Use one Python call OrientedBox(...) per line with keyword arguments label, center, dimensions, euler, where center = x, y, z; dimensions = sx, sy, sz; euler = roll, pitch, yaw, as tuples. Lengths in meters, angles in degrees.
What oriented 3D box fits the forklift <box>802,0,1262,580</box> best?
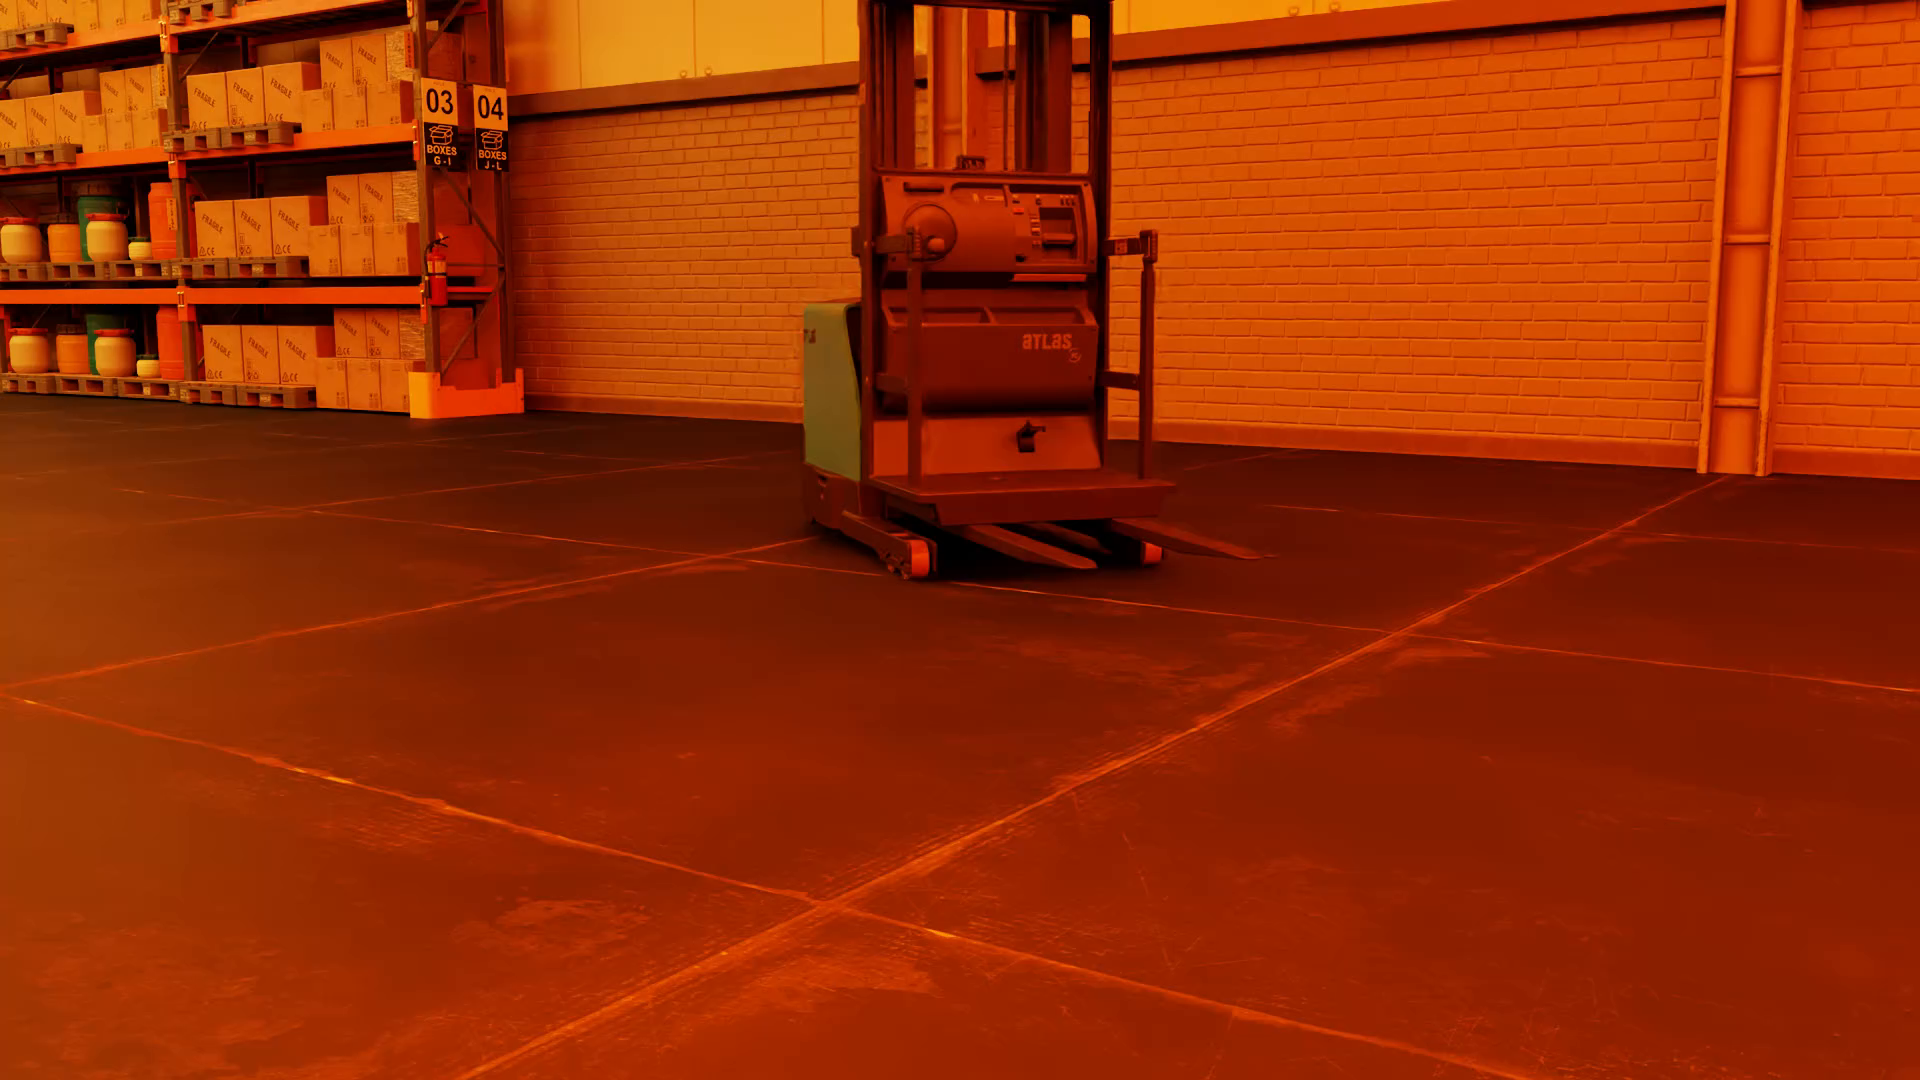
OrientedBox(label="forklift", center=(0.201, -1.356, 6.730), dimensions=(1.130, 2.935, 3.031), euler=(-3, 9, -19))
